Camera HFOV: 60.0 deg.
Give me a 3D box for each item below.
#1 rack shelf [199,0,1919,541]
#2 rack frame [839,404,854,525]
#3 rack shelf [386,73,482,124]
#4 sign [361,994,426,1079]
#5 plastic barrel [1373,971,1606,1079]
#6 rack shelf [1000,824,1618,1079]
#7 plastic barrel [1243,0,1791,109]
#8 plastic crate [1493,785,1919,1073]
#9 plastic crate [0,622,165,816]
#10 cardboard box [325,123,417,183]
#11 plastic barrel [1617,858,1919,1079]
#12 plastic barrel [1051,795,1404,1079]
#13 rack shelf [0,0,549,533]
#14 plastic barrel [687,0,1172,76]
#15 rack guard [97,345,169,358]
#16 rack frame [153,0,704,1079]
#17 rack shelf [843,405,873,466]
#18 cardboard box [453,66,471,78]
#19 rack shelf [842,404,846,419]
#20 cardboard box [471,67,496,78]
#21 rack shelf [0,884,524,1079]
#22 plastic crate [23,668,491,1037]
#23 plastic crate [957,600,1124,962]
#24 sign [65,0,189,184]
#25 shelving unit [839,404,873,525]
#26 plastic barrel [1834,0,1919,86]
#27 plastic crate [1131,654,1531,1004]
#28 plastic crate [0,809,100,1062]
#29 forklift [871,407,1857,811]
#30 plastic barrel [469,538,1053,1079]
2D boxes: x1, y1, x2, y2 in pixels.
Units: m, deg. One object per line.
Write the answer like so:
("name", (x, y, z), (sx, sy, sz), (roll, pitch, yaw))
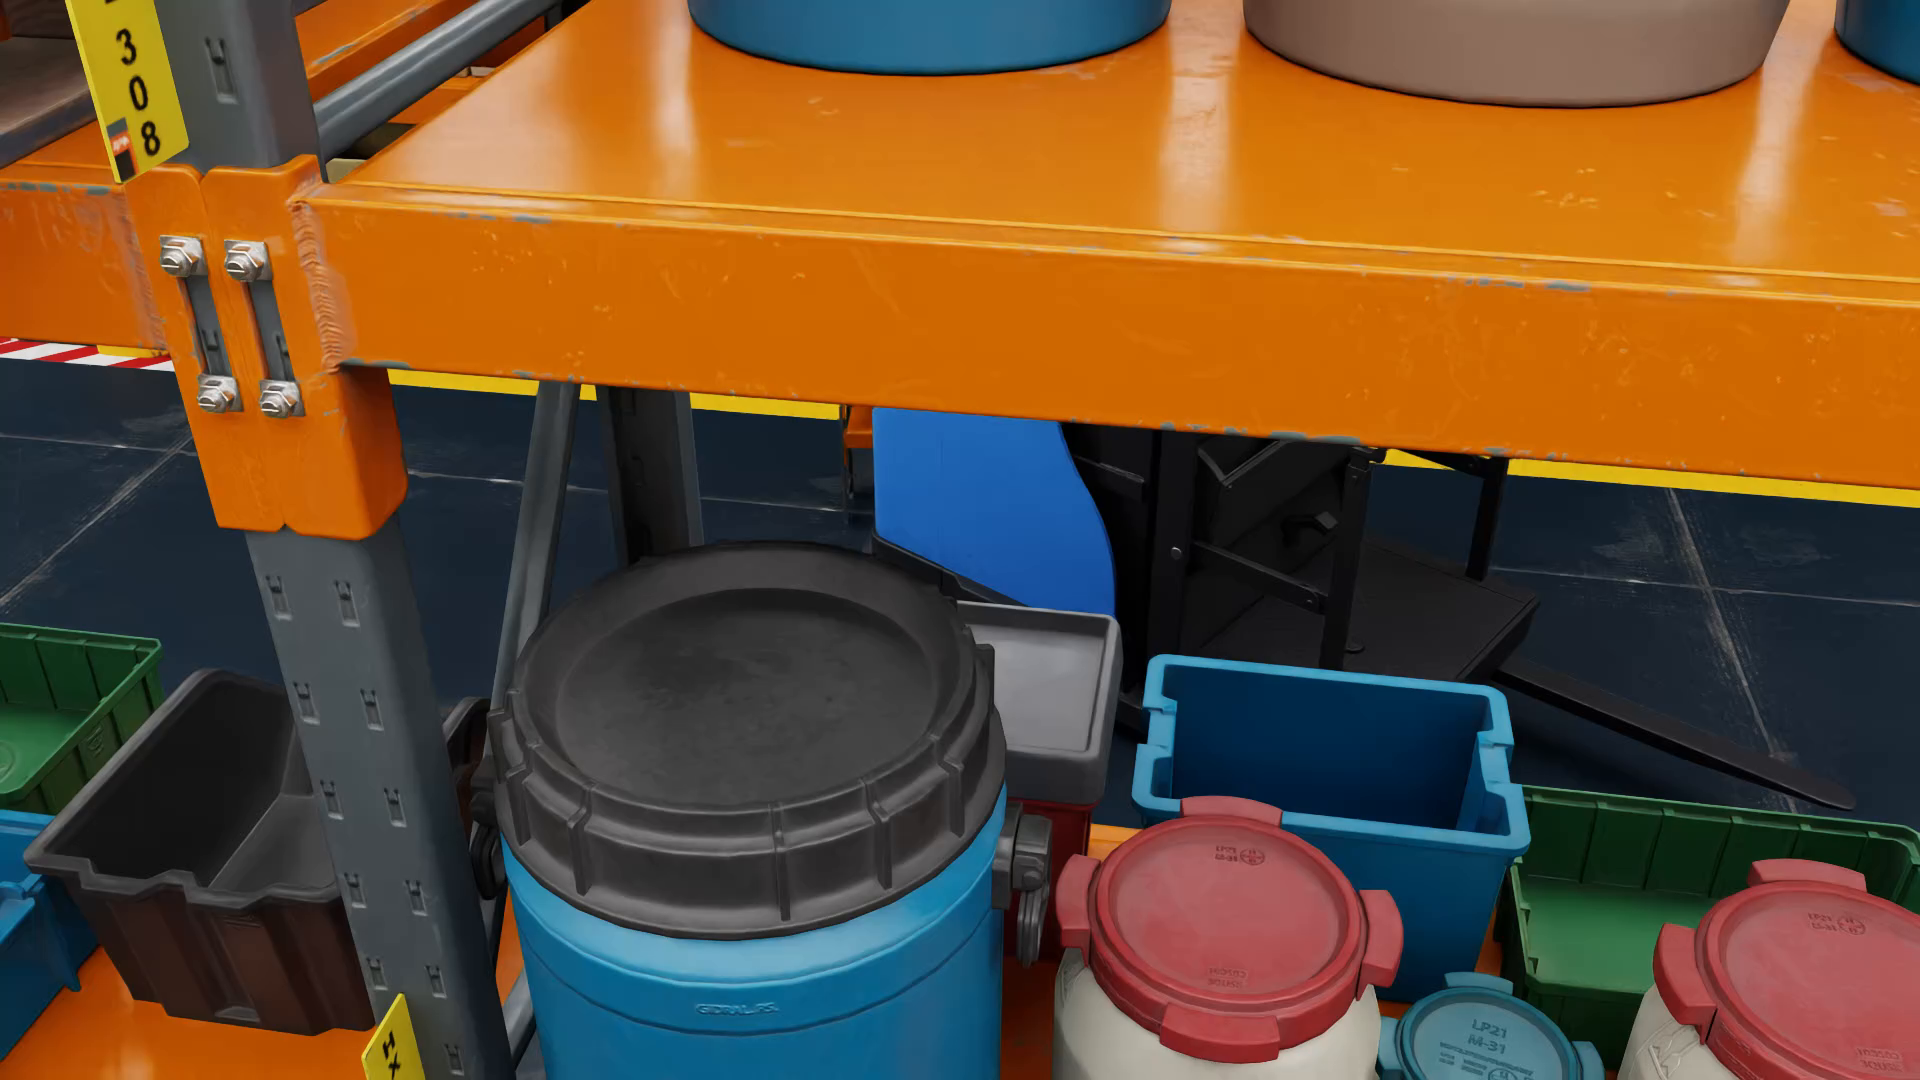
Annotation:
("rack shelf", (1.398, -0.252, 1.677), (4.000, 0.370, 1.077), (5, 32, 8))
("rack frame", (-0.429, -0.630, 6.126), (0.015, 1.200, 0.240), (1, 32, 2))
("rack shelf", (-1.708, -1.928, 7.181), (4.000, 0.370, 1.077), (5, 32, 8))
("sign", (-0.677, 0.705, 2.036), (0.005, 0.325, 0.100), (5, 32, 8))
("plastic barrel", (0.705, 0.793, 2.287), (0.301, 0.262, 0.301), (0, 32, 0))
("rack shelf", (1.398, 1.019, 2.473), (4.000, 0.370, 1.077), (5, 32, 8))
("plastic barrel", (0.609, -0.958, 1.654), (0.600, 0.901, 0.600), (0, 32, 0))
("plastic crate", (1.191, 0.633, 2.611), (0.662, 0.188, 0.450), (5, 32, 8))
("plastic crate", (-1.864, 0.357, 3.053), (0.662, 0.188, 0.450), (5, 32, 8))
("cardboard box", (-2.695, -1.534, 7.363), (0.500, 0.500, 0.500), (5, 32, 8))
("plastic barrel", (1.056, 0.744, 2.107), (0.433, 0.535, 0.433), (0, 32, 0))
("plastic barrel", (0.333, 0.678, 2.211), (0.433, 0.535, 0.433), (0, 32, 0))
("rack shelf", (-2.545, -0.609, 2.247), (4.000, 0.370, 1.077), (5, 32, 8))
("plastic barrel", (-0.036, -1.016, 1.747), (0.708, 0.901, 0.600), (5, 32, 8))
("rack guard", (-3.703, -1.354, 7.942), (0.348, 0.500, 1.175), (5, 32, 8))
("rack frame", (-0.574, 0.537, 2.564), (0.053, 2.616, 0.949), (5, 32, 8))
("rack shelf", (-0.185, -0.399, 6.257), (0.480, 0.148, 0.258), (1, 32, 2))
("cardboard box", (-2.214, -2.314, 7.025), (0.500, 0.500, 0.700), (5, 32, 9))
("rack shelf", (-0.185, -0.567, 6.152), (0.480, 0.148, 0.258), (1, 32, 2))
("cardboard box", (-1.695, -2.269, 6.953), (0.500, 0.500, 0.700), (6, 33, 10))
("rack shelf", (-2.545, 0.662, 3.043), (4.000, 0.370, 1.077), (5, 32, 8))
("plastic crate", (-1.068, 0.449, 2.764), (0.504, 0.338, 0.767), (5, 32, 8))
("plastic crate", (-0.045, 0.392, 2.737), (0.583, 0.464, 0.402), (5, 32, 8))
("sign", (-0.677, -0.453, 1.311), (0.005, 0.325, 0.100), (5, 32, 8))
("shelving unit", (-0.185, -0.624, 6.116), (0.503, 1.200, 0.258), (1, 32, 2))
("plastic barrel", (1.254, -0.900, 1.560), (0.708, 0.901, 0.600), (5, 32, 8))
("plastic crate", (0.566, 0.478, 2.674), (0.575, 0.384, 0.392), (5, 32, 8))
("plastic crate", (-1.710, 0.642, 2.537), (0.616, 0.251, 0.499), (5, 32, 8))
("forklift", (1.147, -0.706, 4.616), (3.031, 2.935, 1.130), (24, 39, 33))
("plastic barrel", (-0.244, 0.516, 2.126), (0.708, 0.901, 0.600), (5, 32, 8))
